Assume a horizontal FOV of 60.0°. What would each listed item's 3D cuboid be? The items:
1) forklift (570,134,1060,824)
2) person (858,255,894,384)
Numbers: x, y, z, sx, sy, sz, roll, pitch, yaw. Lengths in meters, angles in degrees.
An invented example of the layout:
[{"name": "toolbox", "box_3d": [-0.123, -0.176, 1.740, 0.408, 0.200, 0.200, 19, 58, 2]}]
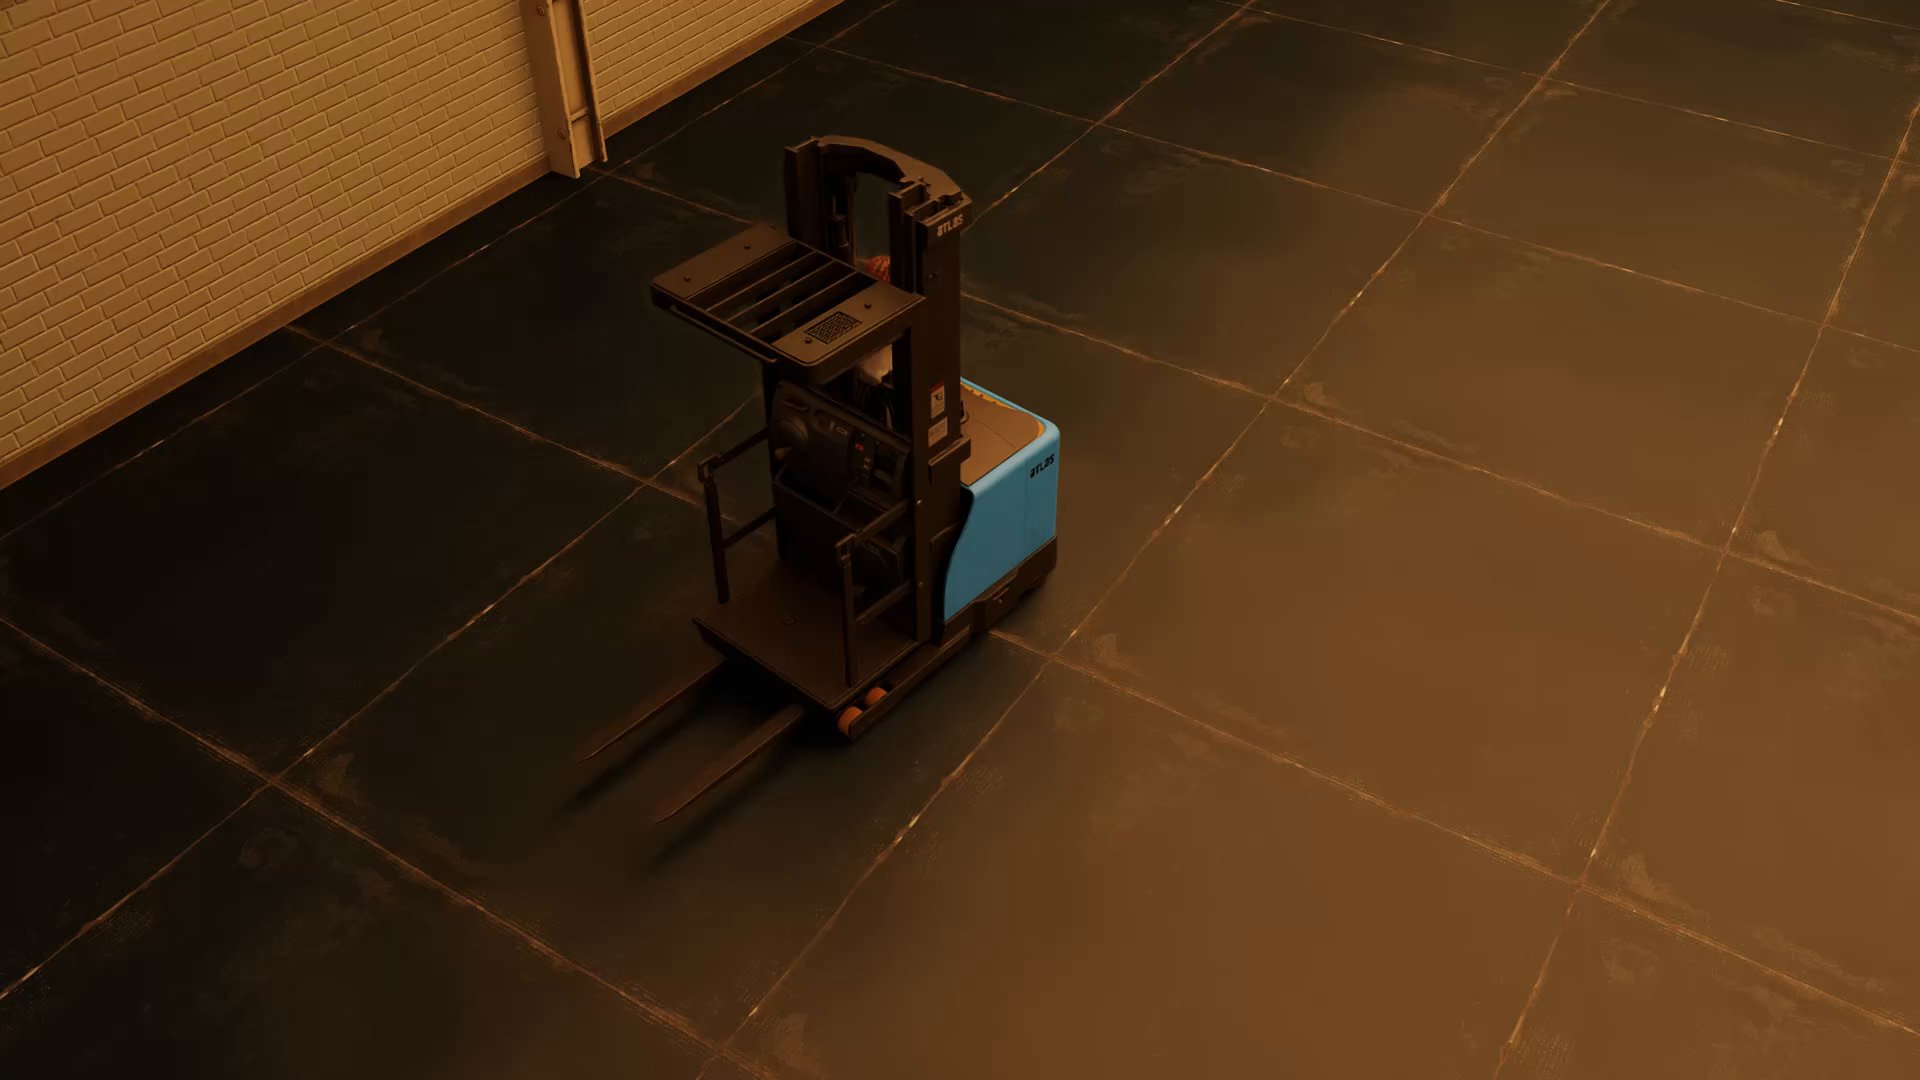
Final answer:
[{"name": "forklift", "box_3d": [-0.768, -0.423, 8.467, 1.130, 2.935, 3.031, 29, 48, 30]}, {"name": "person", "box_3d": [-0.503, -1.093, 10.312, 0.341, 1.572, 0.678, 17, 43, 19]}]
